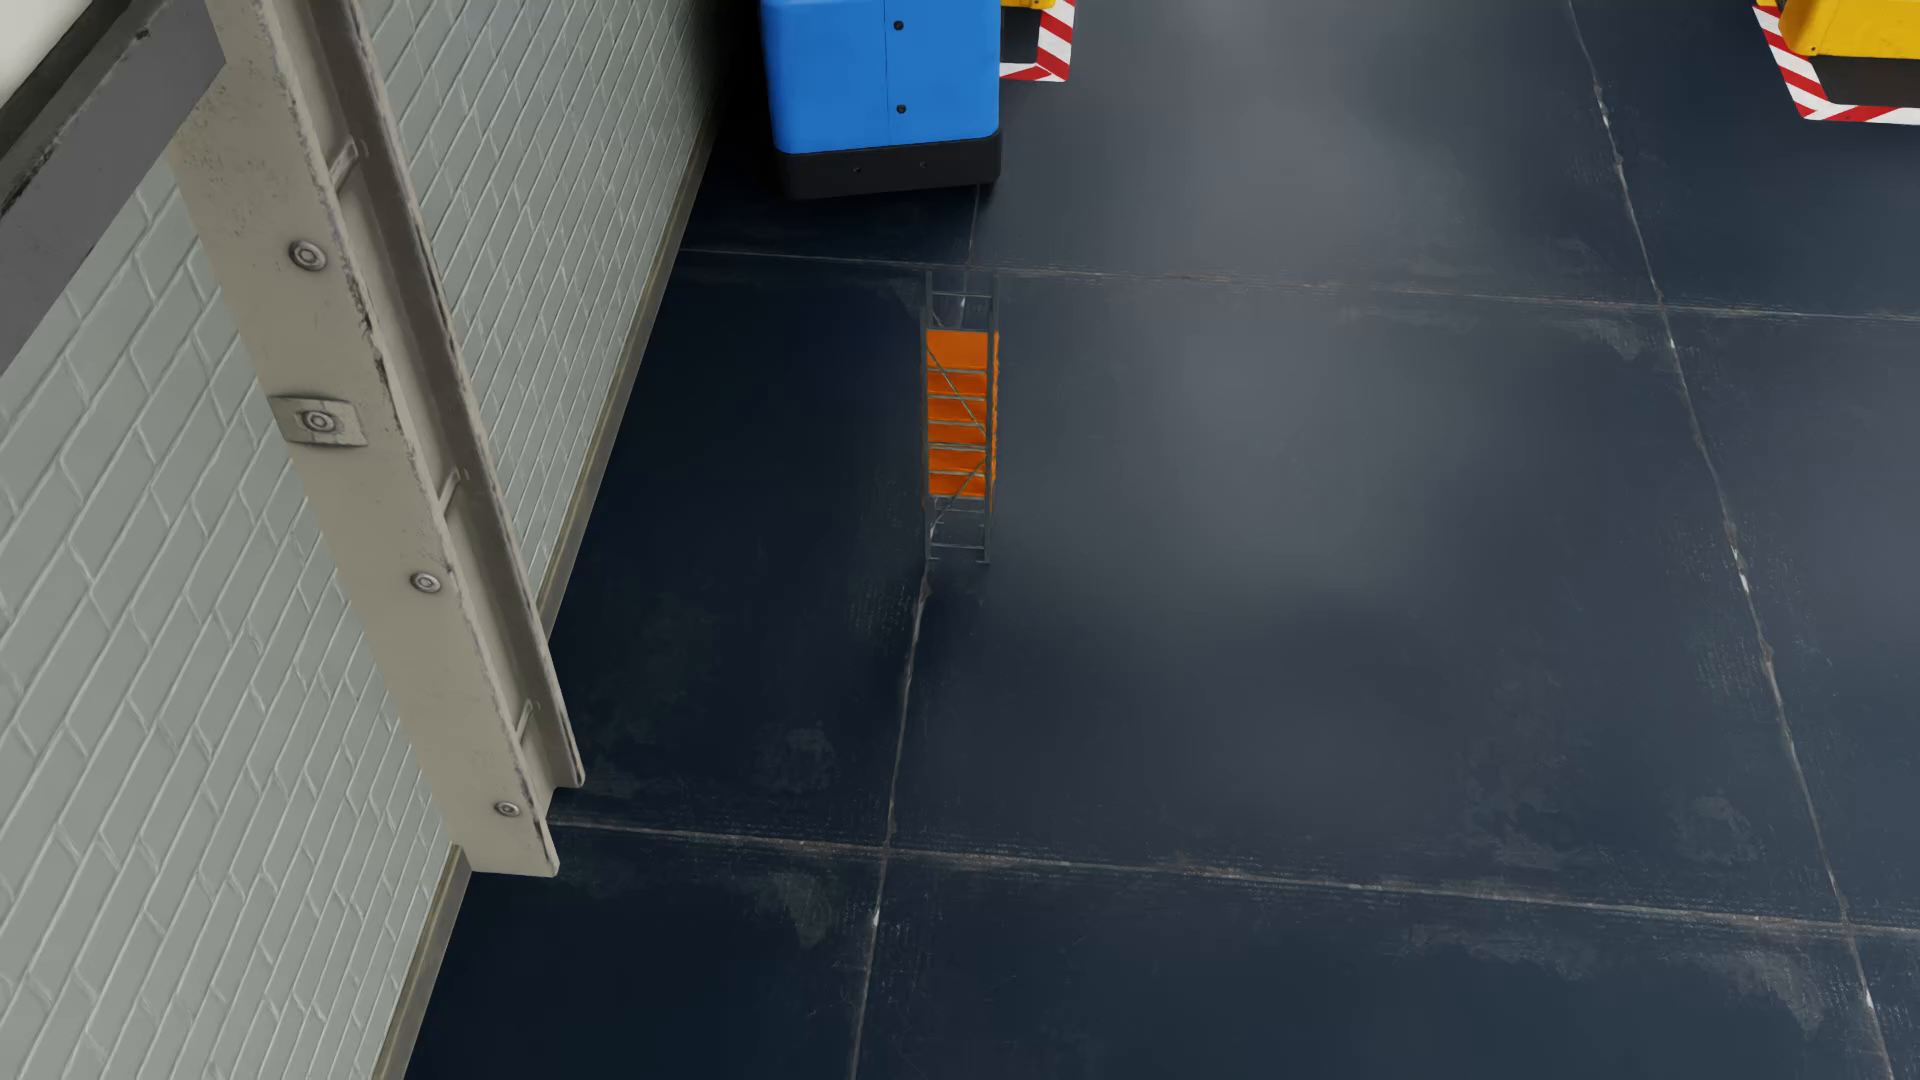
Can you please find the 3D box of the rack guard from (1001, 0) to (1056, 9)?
[{"bbox_3d":[-0.066,-3.148,8.790,1.175,0.500,0.348,4,48,4],"label":"rack guard"}]

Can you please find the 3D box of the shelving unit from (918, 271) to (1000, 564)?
[{"bbox_3d":[-0.001,-0.394,5.798,0.258,1.200,0.189,4,48,4],"label":"shelving unit"}]

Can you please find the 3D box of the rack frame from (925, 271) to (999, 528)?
[{"bbox_3d":[0.007,-0.462,5.859,0.240,1.200,0.006,4,48,4],"label":"rack frame"}]

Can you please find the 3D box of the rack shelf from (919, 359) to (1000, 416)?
[{"bbox_3d":[-0.001,-0.526,5.653,0.258,0.103,0.180,4,48,4],"label":"rack shelf"}]

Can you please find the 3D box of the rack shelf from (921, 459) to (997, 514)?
[{"bbox_3d":[-0.001,-0.202,6.007,0.258,0.103,0.180,4,48,4],"label":"rack shelf"}]

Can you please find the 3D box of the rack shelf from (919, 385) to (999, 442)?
[{"bbox_3d":[-0.001,-0.445,5.742,0.258,0.103,0.180,4,48,4],"label":"rack shelf"}]

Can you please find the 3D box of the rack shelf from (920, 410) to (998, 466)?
[{"bbox_3d":[-0.001,-0.364,5.830,0.258,0.103,0.180,4,48,4],"label":"rack shelf"}]

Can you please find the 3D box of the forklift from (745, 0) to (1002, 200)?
[{"bbox_3d":[-0.539,-3.639,7.592,1.130,2.935,3.031,-6,48,-6],"label":"forklift"}]

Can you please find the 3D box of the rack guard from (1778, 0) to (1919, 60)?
[{"bbox_3d":[4.859,-2.744,8.421,1.175,0.500,0.348,4,48,4],"label":"rack guard"}]

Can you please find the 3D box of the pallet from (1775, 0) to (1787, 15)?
[{"bbox_3d":[4.889,-3.229,9.060,1.003,0.211,1.213,4,48,4],"label":"pallet"}]

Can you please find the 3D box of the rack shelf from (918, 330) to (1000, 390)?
[{"bbox_3d":[-0.001,-0.607,5.565,0.258,0.103,0.180,4,48,4],"label":"rack shelf"}]

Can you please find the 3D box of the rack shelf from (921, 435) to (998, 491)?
[{"bbox_3d":[-0.001,-0.283,5.919,0.258,0.103,0.180,4,48,4],"label":"rack shelf"}]

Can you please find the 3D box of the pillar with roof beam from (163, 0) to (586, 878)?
[{"bbox_3d":[2.870,-1.834,1.829,9.100,9.000,0.400,4,48,4],"label":"pillar with roof beam"}]

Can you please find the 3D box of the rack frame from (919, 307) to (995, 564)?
[{"bbox_3d":[-0.010,-0.327,5.736,0.240,1.200,0.006,4,48,4],"label":"rack frame"}]
